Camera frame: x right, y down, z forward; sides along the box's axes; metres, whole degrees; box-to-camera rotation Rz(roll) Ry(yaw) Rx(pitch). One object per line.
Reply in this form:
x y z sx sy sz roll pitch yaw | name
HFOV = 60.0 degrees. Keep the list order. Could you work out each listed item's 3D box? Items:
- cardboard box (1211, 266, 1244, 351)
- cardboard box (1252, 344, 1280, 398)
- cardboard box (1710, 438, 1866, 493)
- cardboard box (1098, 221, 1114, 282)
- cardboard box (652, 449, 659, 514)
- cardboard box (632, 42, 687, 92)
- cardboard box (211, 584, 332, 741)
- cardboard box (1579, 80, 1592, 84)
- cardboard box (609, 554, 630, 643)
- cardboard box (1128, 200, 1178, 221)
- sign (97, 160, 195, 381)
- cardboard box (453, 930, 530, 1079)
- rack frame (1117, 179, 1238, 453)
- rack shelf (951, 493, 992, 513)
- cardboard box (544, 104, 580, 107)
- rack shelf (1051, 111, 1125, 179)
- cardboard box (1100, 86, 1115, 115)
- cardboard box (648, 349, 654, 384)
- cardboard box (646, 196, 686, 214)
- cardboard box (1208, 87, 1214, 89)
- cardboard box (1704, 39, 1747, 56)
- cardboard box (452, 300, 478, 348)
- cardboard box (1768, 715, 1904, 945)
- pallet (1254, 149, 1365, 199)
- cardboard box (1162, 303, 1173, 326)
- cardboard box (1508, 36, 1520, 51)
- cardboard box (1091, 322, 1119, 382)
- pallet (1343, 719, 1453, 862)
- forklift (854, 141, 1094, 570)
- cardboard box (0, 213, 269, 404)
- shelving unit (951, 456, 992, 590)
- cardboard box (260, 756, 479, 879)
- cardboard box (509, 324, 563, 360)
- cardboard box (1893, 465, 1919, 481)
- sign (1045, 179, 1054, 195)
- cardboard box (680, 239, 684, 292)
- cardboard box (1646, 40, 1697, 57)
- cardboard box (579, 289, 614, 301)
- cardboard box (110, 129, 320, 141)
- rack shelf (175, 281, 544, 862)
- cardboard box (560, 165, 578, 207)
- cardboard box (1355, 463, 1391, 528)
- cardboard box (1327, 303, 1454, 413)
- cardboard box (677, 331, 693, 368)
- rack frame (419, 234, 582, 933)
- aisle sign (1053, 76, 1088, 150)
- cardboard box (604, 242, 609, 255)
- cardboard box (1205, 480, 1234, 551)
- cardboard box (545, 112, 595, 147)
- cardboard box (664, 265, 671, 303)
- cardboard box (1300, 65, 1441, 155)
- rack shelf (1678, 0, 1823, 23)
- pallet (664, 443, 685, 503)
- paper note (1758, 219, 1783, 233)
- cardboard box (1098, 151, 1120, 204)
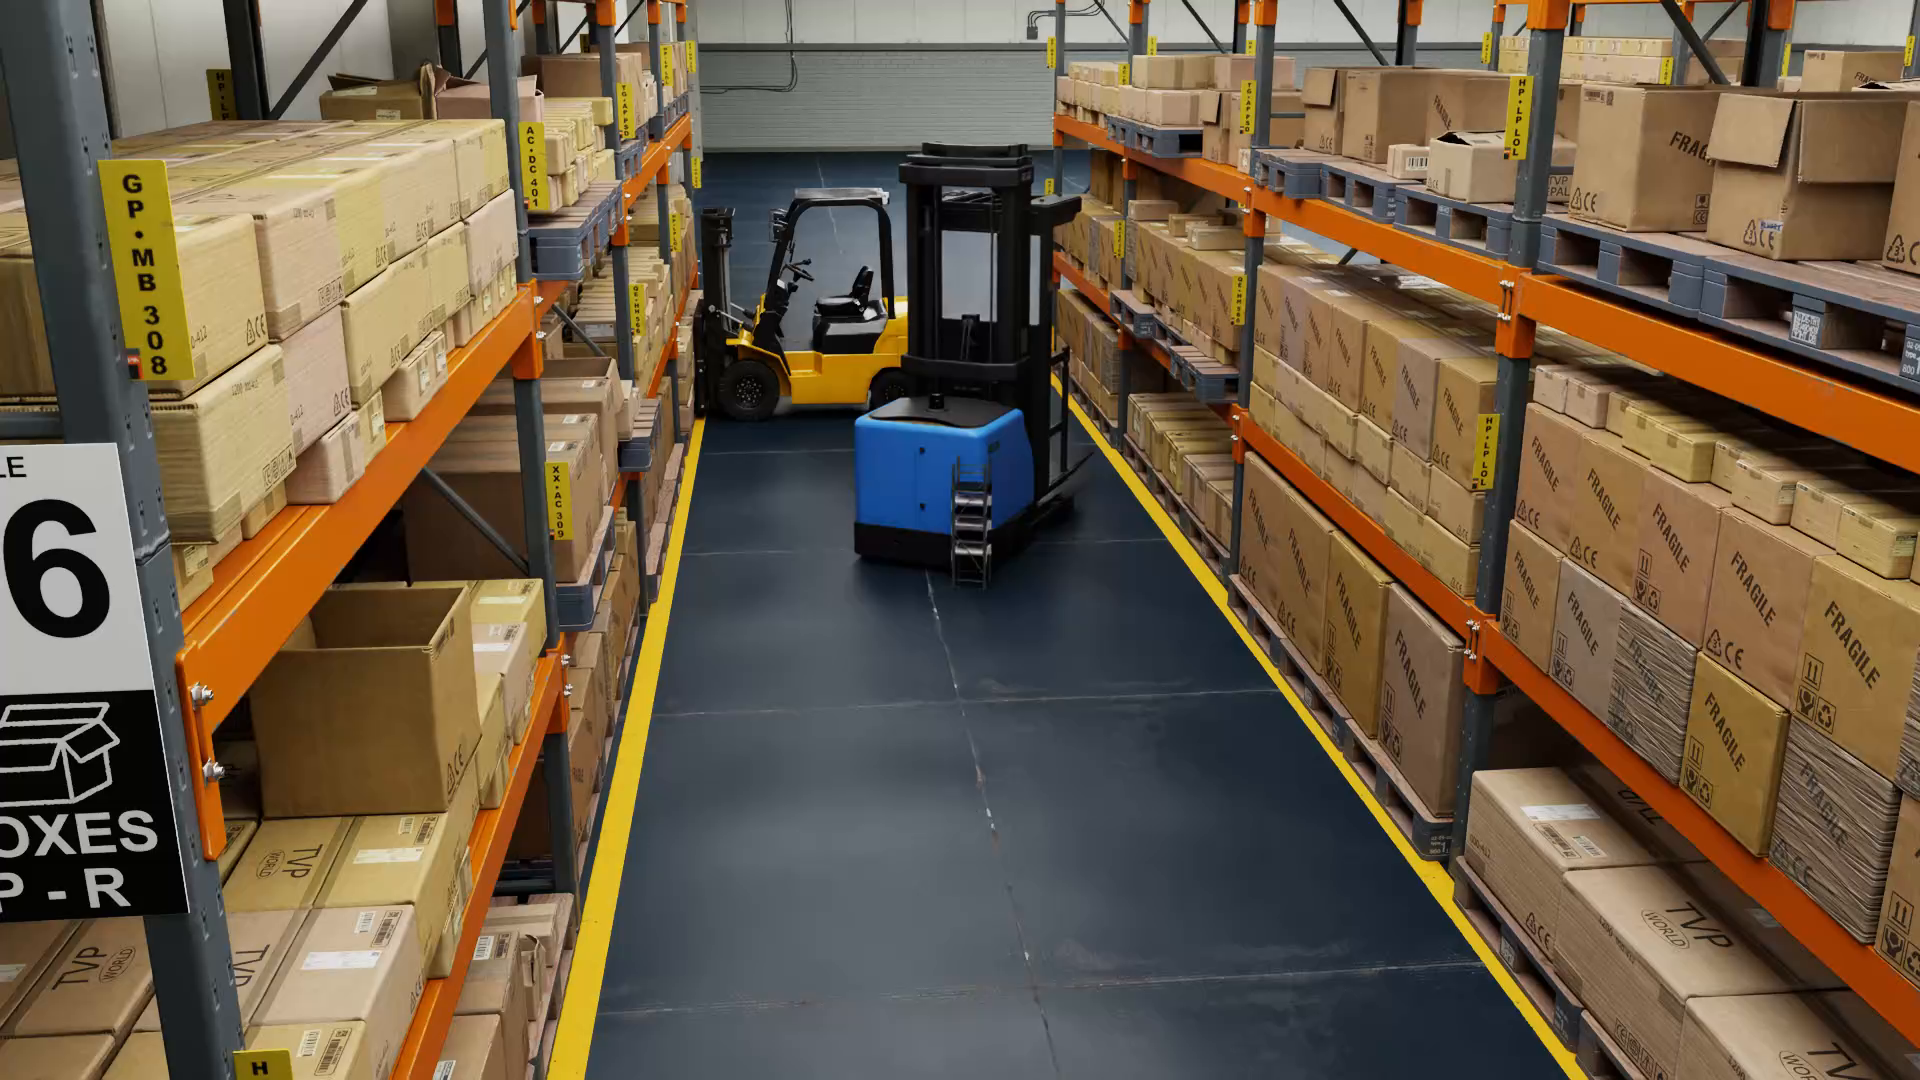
2.038 -1.588 11.362 0.500 0.500 0.500 -2 18 -7 | cardboard box
2.168 -1.079 10.523 0.500 0.250 0.500 -2 18 -6 | cardboard box
2.730 -0.232 5.490 0.380 0.149 0.250 -2 18 -6 | cardboard box
1.596 -2.730 15.702 0.500 0.500 0.500 -1 17 -4 | cardboard box
-2.771 -0.565 12.733 0.875 0.625 0.625 -3 18 -8 | cardboard box
-3.112 -4.903 17.242 0.500 0.500 0.500 -1 17 -4 | cardboard box
-2.274 0.299 5.219 0.500 0.500 0.500 -2 18 -7 | cardboard box
6.373 -4.483 16.493 0.380 0.149 0.250 -2 18 -6 | cardboard box
-2.277 0.345 10.044 0.500 0.500 0.500 -2 18 -6 | cardboard box
1.646 -2.811 14.176 0.380 0.149 0.250 -2 18 -6 | cardboard box
-1.211 -0.398 2.470 0.100 0.325 0.005 -2 18 -6 | sign
-1.876 1.709 5.698 0.700 0.500 0.500 -2 18 -8 | cardboard box
1.949 -2.263 14.877 1.000 3.000 0.127 -2 18 -6 | rack frame
0.080 -0.257 11.502 0.258 0.077 0.200 3 17 10 | rack shelf
-2.262 -2.279 9.007 0.380 0.149 0.250 -2 18 -6 | cardboard box
1.743 -3.946 16.433 1.077 0.370 4.000 -2 18 -6 | rack shelf
1.582 -4.038 15.277 0.500 0.250 0.500 -2 18 -7 | cardboard box
-2.485 -1.288 12.022 0.500 0.250 0.500 -2 18 -7 | cardboard box
-2.923 -3.322 16.503 0.380 0.149 0.250 -1 17 -5 | cardboard box
2.200 -3.502 13.366 0.500 0.250 0.500 -2 17 -5 | cardboard box
7.135 -4.581 15.472 0.380 0.149 0.250 -2 18 -6 | cardboard box
-1.770 -0.711 5.347 0.380 0.149 0.250 -2 18 -6 | cardboard box
2.774 0.826 4.870 0.500 0.500 0.500 -1 17 -4 | cardboard box
2.481 -2.222 10.054 1.213 0.211 1.003 -1 17 -3 | pallet
1.798 -1.780 13.056 0.380 0.149 0.250 -1 17 -4 | cardboard box
6.192 -5.393 18.061 0.380 0.149 0.250 -2 18 -5 | cardboard box
1.567 -1.828 16.131 0.500 0.500 0.500 -1 17 -5 | cardboard box
2.619 1.224 8.427 1.003 0.211 1.213 -2 18 -6 | pallet
0.266 -1.587 12.840 1.130 2.935 3.031 7 19 22 | forklift
-1.546 -0.413 2.896 0.500 0.250 0.500 -2 18 -6 | cardboard box
0.080 -0.117 11.545 0.258 0.900 0.210 3 17 10 | shelving unit
-1.711 0.800 4.874 0.500 0.250 0.500 -2 18 -7 | cardboard box
-2.678 -1.006 10.007 0.500 0.500 0.500 -1 17 -3 | cardboard box
3.232 -0.176 5.311 0.380 0.149 0.250 -2 18 -6 | cardboard box
0.997 -3.851 18.489 0.100 0.325 0.005 -2 18 -6 | sign
-2.898 -2.602 15.789 0.500 0.500 0.500 -2 18 -6 | cardboard box
6.507 -4.485 15.166 0.380 0.149 0.250 -2 18 -6 | cardboard box
-2.491 -1.684 11.785 0.380 0.149 0.250 -2 17 -5 | cardboard box
-2.326 -1.155 5.258 0.500 0.250 0.500 -2 18 -7 | cardboard box
-1.957 -0.217 4.553 1.077 0.370 4.000 -2 18 -6 | rack shelf
-1.790 -1.464 6.875 0.380 0.149 0.250 -2 17 -5 | cardboard box
2.393 -0.236 8.672 0.500 0.250 0.500 -2 18 -7 | cardboard box
2.316 -0.989 8.982 0.500 0.500 0.500 -1 17 -5 | cardboard box
-2.768 -1.780 15.560 0.500 0.250 0.500 -2 18 -6 | cardboard box
-2.163 0.275 6.793 1.000 3.000 0.127 -2 18 -6 | rack frame
1.222 -4.704 18.311 0.394 0.787 0.004 -2 18 -6 | aisle sign
-3.277 -2.553 14.552 0.380 0.149 0.250 -2 18 -6 | cardboard box
2.313 -0.186 11.948 0.950 0.372 0.625 -3 18 -9 | cardboard box
-1.975 -1.986 8.041 0.380 0.149 0.250 -2 18 -5 | cardboard box
-2.683 -2.137 13.891 0.500 0.250 0.500 -2 18 -7 | cardboard box
2.550 -2.644 10.210 0.797 0.503 0.637 -3 18 -9 | cardboard box
7.068 -4.178 12.831 1.077 0.370 4.000 -2 18 -6 | rack shelf
-2.873 -0.560 14.107 1.003 0.211 1.213 -2 18 -6 | pallet
2.391 -0.929 4.912 0.006 0.032 0.123 -2 18 -6 | paper note
1.851 -3.825 17.519 0.700 0.500 0.500 -2 18 -5 | cardboard box
